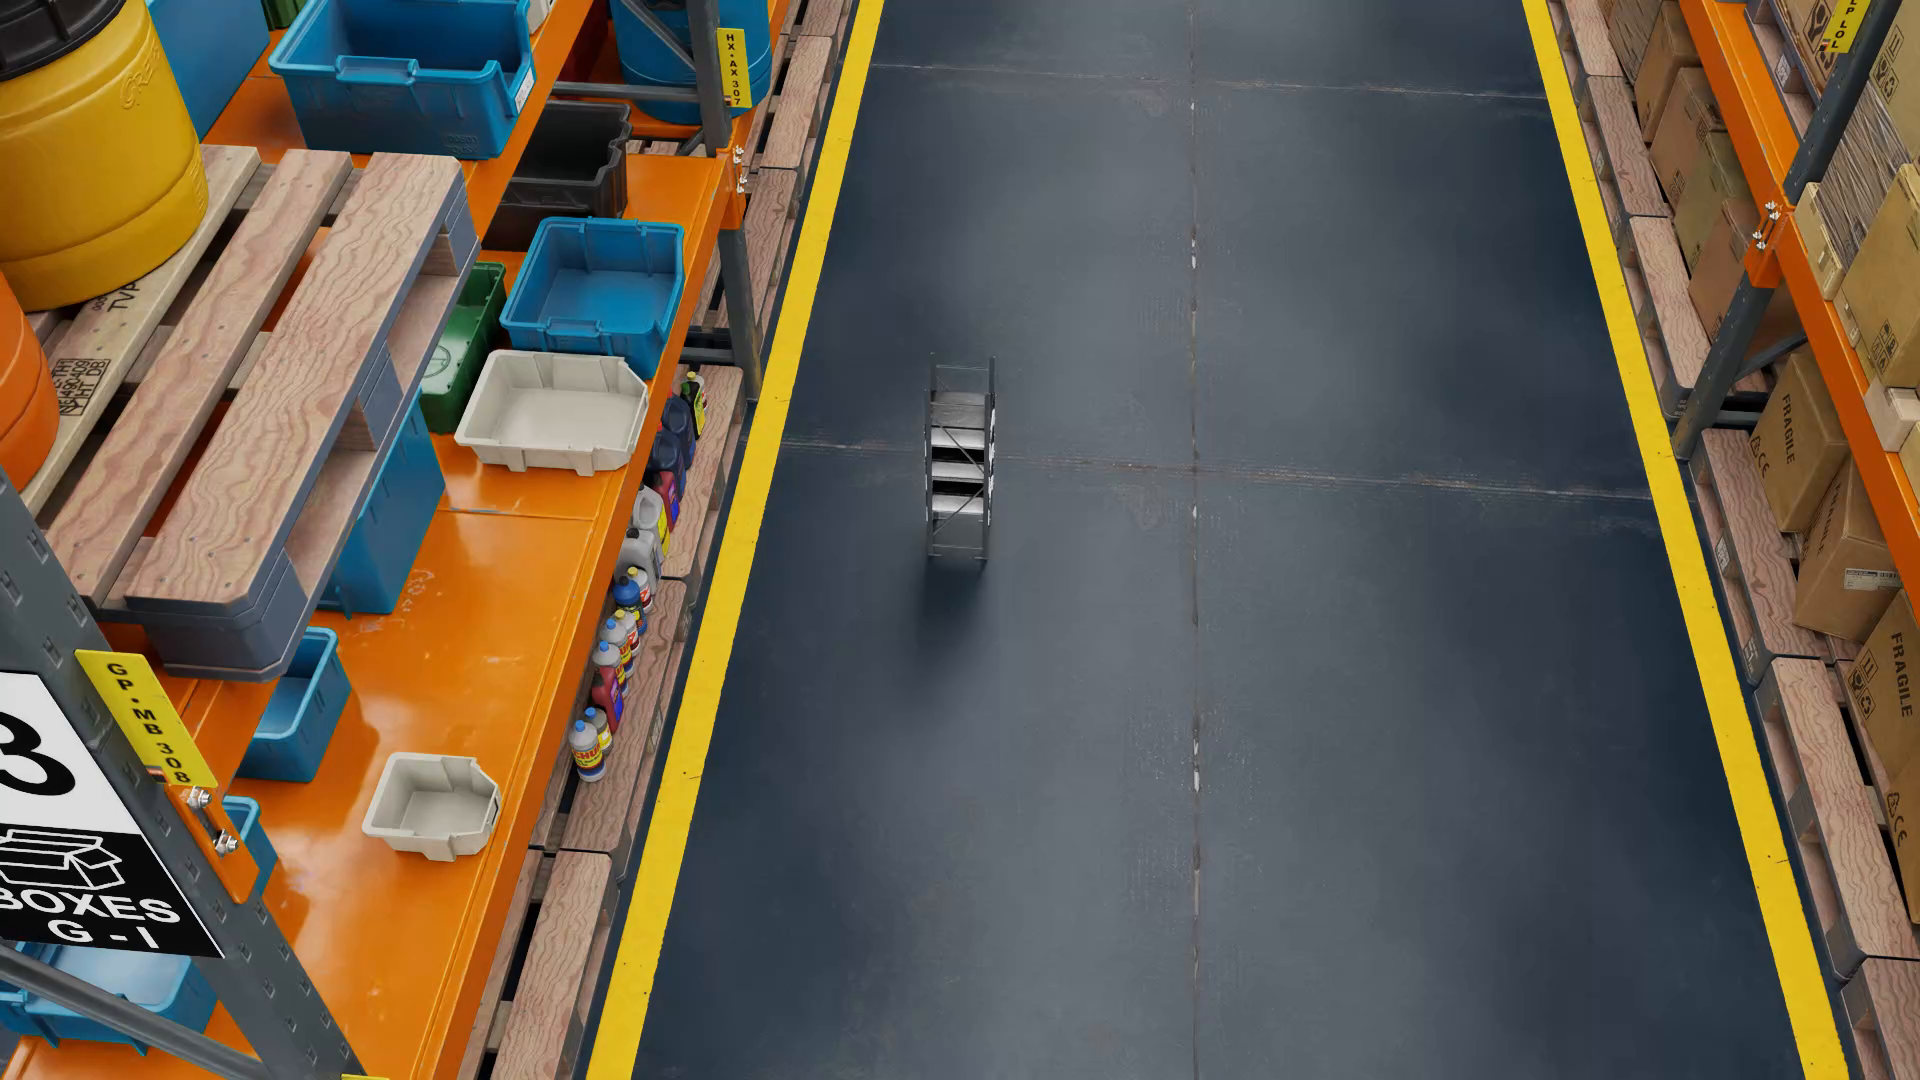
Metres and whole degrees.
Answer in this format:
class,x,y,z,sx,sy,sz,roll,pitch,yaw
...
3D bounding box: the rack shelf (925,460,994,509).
class,x,y,z,sx,sy,sz,roll,pitch,yaw
rack shelf,0.001,-0.226,6.540,0.258,0.077,0.200,4,48,4

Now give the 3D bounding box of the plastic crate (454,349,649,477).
class,x,y,z,sx,sy,sz,roll,pitch,yaw
plastic crate,-1.277,-0.396,5.284,0.530,0.136,0.437,4,48,4

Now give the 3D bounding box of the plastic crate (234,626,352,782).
class,x,y,z,sx,sy,sz,roll,pitch,yaw
plastic crate,-1.933,0.430,4.451,0.499,0.251,0.408,4,48,4

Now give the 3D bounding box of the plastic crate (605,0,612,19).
class,x,y,z,sx,sy,sz,roll,pitch,yaw
plastic crate,-1.590,-2.521,7.060,0.392,0.384,0.575,4,48,4

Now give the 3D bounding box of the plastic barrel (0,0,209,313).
class,x,y,z,sx,sy,sz,roll,pitch,yaw
plastic barrel,-1.768,-0.820,3.048,0.600,0.588,0.600,0,48,0

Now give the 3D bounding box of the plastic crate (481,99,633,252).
class,x,y,z,sx,sy,sz,roll,pitch,yaw
plastic crate,-1.556,-1.298,5.973,0.767,0.338,0.504,4,48,4

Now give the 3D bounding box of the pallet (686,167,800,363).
class,x,y,z,sx,sy,sz,roll,pitch,yaw
pallet,-1.348,-1.334,7.853,1.003,0.211,1.213,4,48,4

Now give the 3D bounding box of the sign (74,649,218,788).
class,x,y,z,sx,sy,sz,roll,pitch,yaw
sign,-1.198,0.269,2.458,0.100,0.325,0.005,4,48,4

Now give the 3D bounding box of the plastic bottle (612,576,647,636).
class,x,y,z,sx,sy,sz,roll,pitch,yaw
plastic bottle,-1.211,0.231,6.083,0.097,0.271,0.097,0,48,0

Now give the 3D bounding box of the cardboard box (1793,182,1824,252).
class,x,y,z,sx,sy,sz,roll,pitch,yaw
cardboard box,3.232,-1.140,5.956,0.380,0.149,0.250,4,48,4

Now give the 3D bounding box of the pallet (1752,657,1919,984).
class,x,y,z,sx,sy,sz,roll,pitch,yaw
pallet,3.417,0.974,5.742,1.003,0.211,1.213,4,48,4

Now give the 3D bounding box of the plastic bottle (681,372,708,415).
class,x,y,z,sx,sy,sz,roll,pitch,yaw
plastic bottle,-1.104,-0.612,6.901,0.097,0.201,0.097,0,48,0

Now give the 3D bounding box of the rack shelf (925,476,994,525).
class,x,y,z,sx,sy,sz,roll,pitch,yaw
rack shelf,0.001,-0.166,6.607,0.258,0.077,0.200,4,48,4

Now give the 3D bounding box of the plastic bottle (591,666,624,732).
class,x,y,z,sx,sy,sz,roll,pitch,yaw
plastic bottle,-1.231,0.536,5.796,0.061,0.283,0.133,5,48,4

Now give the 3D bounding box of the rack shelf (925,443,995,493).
class,x,y,z,sx,sy,sz,roll,pitch,yaw
rack shelf,0.001,-0.287,6.474,0.258,0.077,0.200,4,48,4

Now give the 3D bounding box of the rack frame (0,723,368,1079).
class,x,y,z,sx,sy,sz,roll,pitch,yaw
rack frame,-1.746,1.244,3.605,1.000,3.000,0.127,4,48,4

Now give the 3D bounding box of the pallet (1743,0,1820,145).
class,x,y,z,sx,sy,sz,roll,pitch,yaw
pallet,3.766,-1.849,6.565,1.003,0.211,1.213,4,48,4

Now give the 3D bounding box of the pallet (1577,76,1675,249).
class,x,y,z,sx,sy,sz,roll,pitch,yaw
pallet,3.729,-1.892,8.364,1.003,0.211,1.213,4,48,4

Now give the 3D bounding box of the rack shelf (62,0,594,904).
class,x,y,z,sx,sy,sz,roll,pitch,yaw
rack shelf,-1.563,-0.995,4.108,1.077,0.370,4.000,4,48,4

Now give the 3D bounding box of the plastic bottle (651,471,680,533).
class,x,y,z,sx,sy,sz,roll,pitch,yaw
plastic bottle,-1.144,-0.171,6.442,0.061,0.283,0.133,7,48,6

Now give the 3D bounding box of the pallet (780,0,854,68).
class,x,y,z,sx,sy,sz,roll,pitch,yaw
pallet,-1.126,-3.127,9.493,1.003,0.211,1.213,4,48,4

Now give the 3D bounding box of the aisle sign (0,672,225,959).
class,x,y,z,sx,sy,sz,roll,pitch,yaw
aisle sign,-1.461,0.439,2.580,0.394,0.787,0.004,4,48,4

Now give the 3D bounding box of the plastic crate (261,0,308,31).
class,x,y,z,sx,sy,sz,roll,pitch,yaw
plastic crate,-1.796,-1.495,4.221,0.336,0.188,0.450,4,48,4

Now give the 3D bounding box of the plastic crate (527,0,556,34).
class,x,y,z,sx,sy,sz,roll,pitch,yaw
plastic crate,-1.125,-1.412,4.181,0.243,0.136,0.396,4,48,4

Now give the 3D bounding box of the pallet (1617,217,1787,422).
class,x,y,z,sx,sy,sz,roll,pitch,yaw
pallet,3.621,-0.993,7.541,1.003,0.211,1.213,4,48,4

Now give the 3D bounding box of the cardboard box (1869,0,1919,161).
class,x,y,z,sx,sy,sz,roll,pitch,yaw
cardboard box,3.257,-1.520,5.187,0.500,0.500,0.500,4,48,4

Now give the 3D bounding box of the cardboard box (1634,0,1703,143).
class,x,y,z,sx,sy,sz,roll,pitch,yaw
cardboard box,3.792,-2.287,8.231,0.700,0.500,0.500,7,48,7

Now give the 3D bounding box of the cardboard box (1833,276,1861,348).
class,x,y,z,sx,sy,sz,roll,pitch,yaw
cardboard box,3.201,-0.771,5.619,0.380,0.149,0.250,4,48,4

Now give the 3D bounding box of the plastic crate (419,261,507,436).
class,x,y,z,sx,sy,sz,roll,pitch,yaw
plastic crate,-1.786,-0.645,5.477,0.450,0.188,0.662,4,48,4

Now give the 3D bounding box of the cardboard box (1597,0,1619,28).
class,x,y,z,sx,sy,sz,roll,pitch,yaw
cardboard box,3.875,-3.113,8.986,0.700,0.500,0.500,2,48,1

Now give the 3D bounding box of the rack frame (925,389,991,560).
class,x,y,z,sx,sy,sz,roll,pitch,yaw
rack frame,-0.009,-0.235,6.381,0.240,0.900,0.006,4,48,4

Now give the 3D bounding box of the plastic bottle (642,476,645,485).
class,x,y,z,sx,sy,sz,roll,pitch,yaw
plastic bottle,-1.320,-0.282,6.549,0.152,0.276,0.135,4,48,4

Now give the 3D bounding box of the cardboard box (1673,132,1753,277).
class,x,y,z,sx,sy,sz,roll,pitch,yaw
cardboard box,3.691,-1.466,7.480,0.700,0.500,0.500,4,48,3

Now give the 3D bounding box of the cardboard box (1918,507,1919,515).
class,x,y,z,sx,sy,sz,roll,pitch,yaw
cardboard box,3.109,-0.037,4.947,0.380,0.149,0.250,4,48,4

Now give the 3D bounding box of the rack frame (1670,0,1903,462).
class,x,y,z,sx,sy,sz,roll,pitch,yaw
rack frame,3.551,-1.362,5.989,1.000,3.000,0.127,4,48,4

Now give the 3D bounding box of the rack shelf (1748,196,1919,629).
class,x,y,z,sx,sy,sz,roll,pitch,yaw
rack shelf,3.369,0.350,4.910,1.077,0.370,4.000,4,48,4

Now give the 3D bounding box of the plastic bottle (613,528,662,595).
class,x,y,z,sx,sy,sz,roll,pitch,yaw
plastic bottle,-1.219,0.066,6.231,0.152,0.276,0.135,5,48,4

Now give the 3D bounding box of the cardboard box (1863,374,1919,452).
class,x,y,z,sx,sy,sz,roll,pitch,yaw
cardboard box,3.124,-0.406,5.285,0.380,0.149,0.250,4,48,4

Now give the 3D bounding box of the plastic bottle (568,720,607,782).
class,x,y,z,sx,sy,sz,roll,pitch,yaw
plastic bottle,-1.270,0.705,5.649,0.097,0.271,0.097,0,48,0

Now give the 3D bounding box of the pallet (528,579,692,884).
class,x,y,z,sx,sy,sz,roll,pitch,yaw
pallet,-1.592,0.635,6.052,1.003,0.211,1.213,4,48,4

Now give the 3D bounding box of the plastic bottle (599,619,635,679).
class,x,y,z,sx,sy,sz,roll,pitch,yaw
plastic bottle,-1.230,0.380,5.947,0.097,0.271,0.097,0,48,0

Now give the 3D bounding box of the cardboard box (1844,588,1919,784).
class,x,y,z,sx,sy,sz,roll,pitch,yaw
cardboard box,3.452,0.514,5.683,0.500,0.500,0.500,0,48,0

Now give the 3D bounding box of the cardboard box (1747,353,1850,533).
class,x,y,z,sx,sy,sz,roll,pitch,yaw
cardboard box,3.475,-0.369,6.490,0.500,0.500,0.500,3,48,2

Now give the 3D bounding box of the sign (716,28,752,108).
class,x,y,z,sx,sy,sz,roll,pitch,yaw
sign,-0.834,-1.744,6.150,0.100,0.325,0.005,4,48,4

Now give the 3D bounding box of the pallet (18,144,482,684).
class,x,y,z,sx,sy,sz,roll,pitch,yaw
pallet,-1.573,-0.306,3.118,1.003,0.211,1.213,4,48,4

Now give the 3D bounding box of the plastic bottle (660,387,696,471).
class,x,y,z,sx,sy,sz,roll,pitch,yaw
plastic bottle,-1.153,-0.457,6.658,0.144,0.351,0.185,3,48,2

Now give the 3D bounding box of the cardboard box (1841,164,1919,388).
class,x,y,z,sx,sy,sz,roll,pitch,yaw
cardboard box,3.368,-0.805,5.210,0.875,0.500,0.500,4,48,4

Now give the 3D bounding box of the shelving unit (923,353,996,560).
class,x,y,z,sx,sy,sz,roll,pitch,yaw
shelving unit,0.001,-0.310,6.449,0.258,0.900,0.210,4,48,4
